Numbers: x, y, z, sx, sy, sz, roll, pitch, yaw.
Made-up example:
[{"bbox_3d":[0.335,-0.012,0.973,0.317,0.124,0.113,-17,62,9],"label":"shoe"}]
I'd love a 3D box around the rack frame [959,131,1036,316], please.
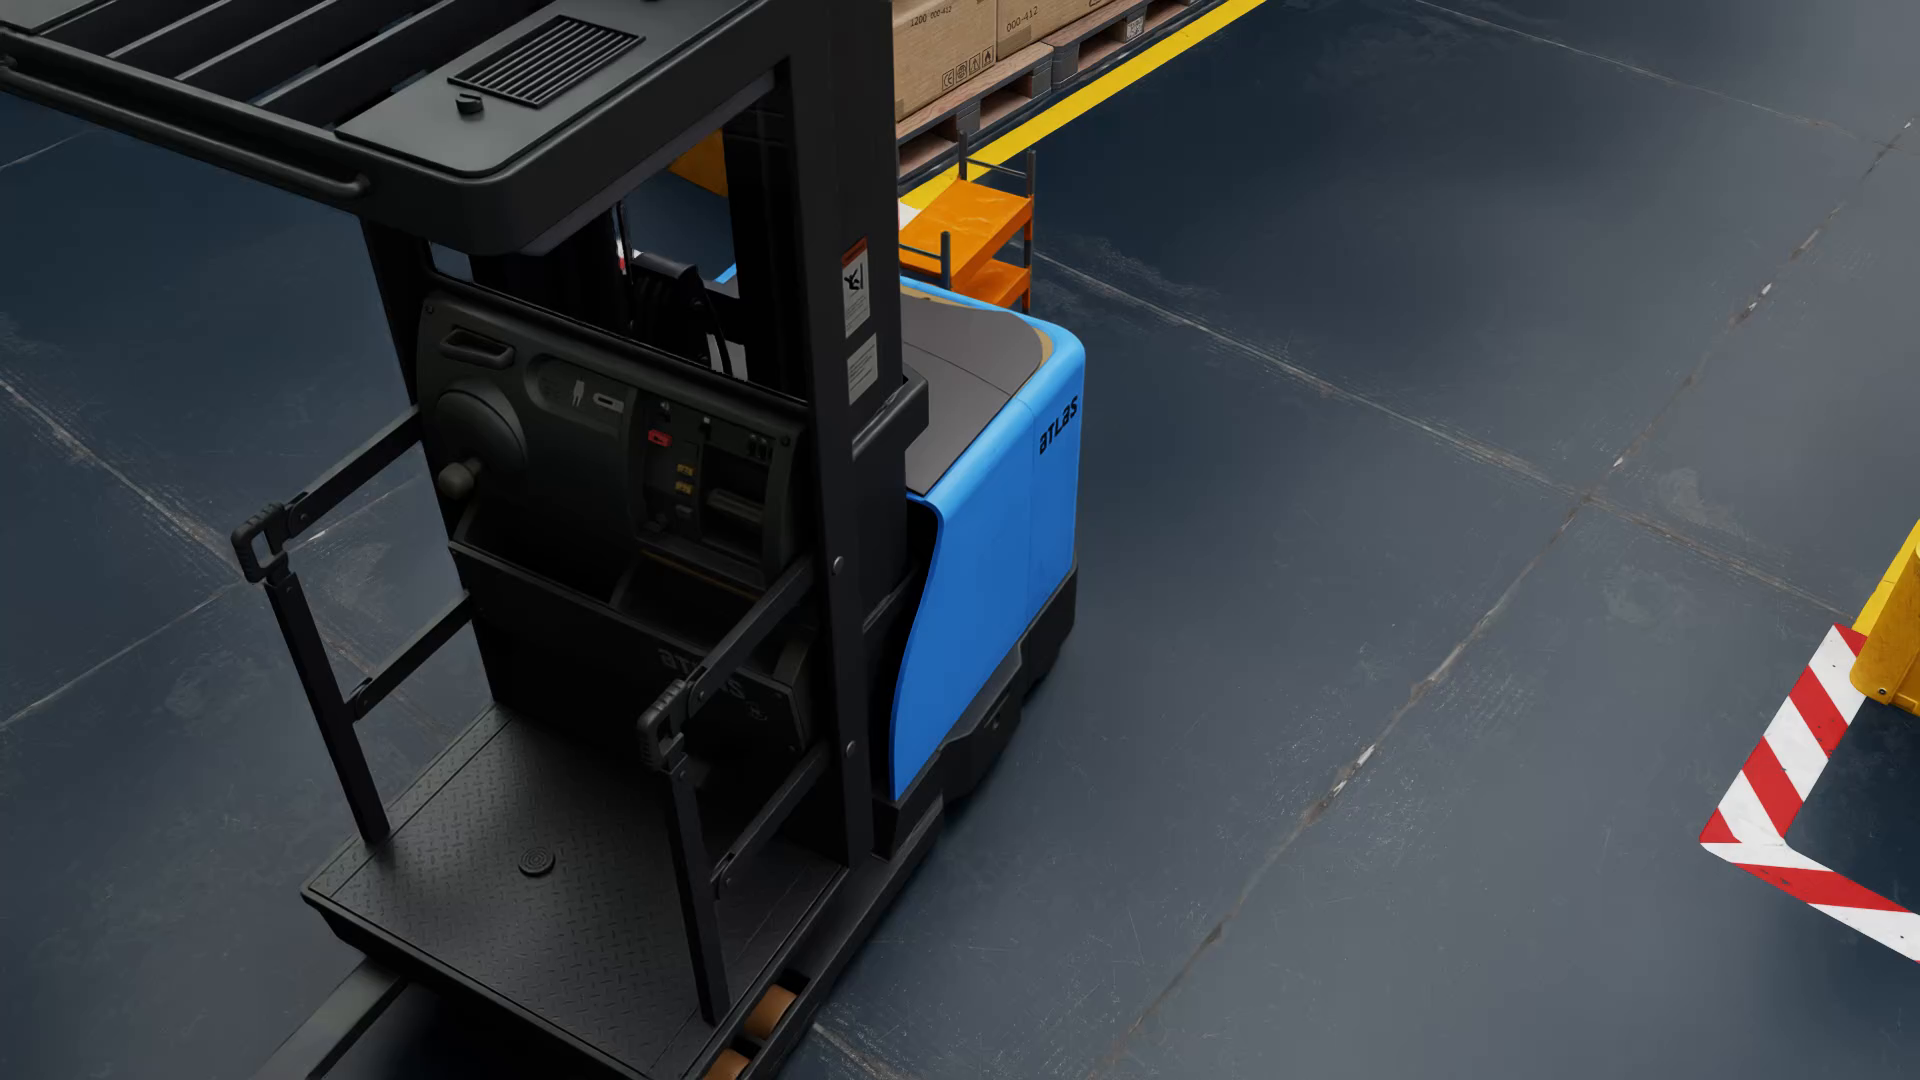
[{"bbox_3d":[0.105,-0.683,5.110,0.240,1.200,0.015,21,46,21],"label":"rack frame"}]

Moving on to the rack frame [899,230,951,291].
[{"bbox_3d":[-0.133,-0.397,4.795,0.240,1.200,0.015,21,46,21],"label":"rack frame"}]

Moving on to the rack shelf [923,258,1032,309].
[{"bbox_3d":[-0.014,-0.656,4.847,0.258,0.148,0.480,21,46,21],"label":"rack shelf"}]

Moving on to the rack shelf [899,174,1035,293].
[{"bbox_3d":[-0.014,-0.831,4.688,0.258,0.148,0.480,21,46,21],"label":"rack shelf"}]

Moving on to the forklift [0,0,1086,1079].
[{"bbox_3d":[-0.826,-0.113,3.196,1.130,2.935,3.031,21,46,21],"label":"forklift"}]

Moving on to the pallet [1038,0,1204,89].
[{"bbox_3d":[0.439,-2.619,7.974,1.003,0.211,1.213,29,50,28],"label":"pallet"}]

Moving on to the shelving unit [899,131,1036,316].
[{"bbox_3d":[-0.014,-0.540,4.952,0.258,1.200,0.503,21,46,21],"label":"shelving unit"}]

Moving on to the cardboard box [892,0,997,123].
[{"bbox_3d":[-0.453,-2.171,7.000,0.875,0.438,0.875,28,49,27],"label":"cardboard box"}]

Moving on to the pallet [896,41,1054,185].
[{"bbox_3d":[-0.347,-1.994,7.286,1.003,0.211,1.213,29,50,28],"label":"pallet"}]

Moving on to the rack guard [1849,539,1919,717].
[{"bbox_3d":[3.101,0.397,4.442,1.175,0.500,0.348,29,50,28],"label":"rack guard"}]

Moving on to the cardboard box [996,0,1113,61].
[{"bbox_3d":[0.130,-2.646,7.522,0.875,0.438,0.875,31,51,29],"label":"cardboard box"}]

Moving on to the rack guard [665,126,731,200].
[{"bbox_3d":[-0.817,-1.643,6.685,1.175,0.500,0.348,29,50,28],"label":"rack guard"}]
